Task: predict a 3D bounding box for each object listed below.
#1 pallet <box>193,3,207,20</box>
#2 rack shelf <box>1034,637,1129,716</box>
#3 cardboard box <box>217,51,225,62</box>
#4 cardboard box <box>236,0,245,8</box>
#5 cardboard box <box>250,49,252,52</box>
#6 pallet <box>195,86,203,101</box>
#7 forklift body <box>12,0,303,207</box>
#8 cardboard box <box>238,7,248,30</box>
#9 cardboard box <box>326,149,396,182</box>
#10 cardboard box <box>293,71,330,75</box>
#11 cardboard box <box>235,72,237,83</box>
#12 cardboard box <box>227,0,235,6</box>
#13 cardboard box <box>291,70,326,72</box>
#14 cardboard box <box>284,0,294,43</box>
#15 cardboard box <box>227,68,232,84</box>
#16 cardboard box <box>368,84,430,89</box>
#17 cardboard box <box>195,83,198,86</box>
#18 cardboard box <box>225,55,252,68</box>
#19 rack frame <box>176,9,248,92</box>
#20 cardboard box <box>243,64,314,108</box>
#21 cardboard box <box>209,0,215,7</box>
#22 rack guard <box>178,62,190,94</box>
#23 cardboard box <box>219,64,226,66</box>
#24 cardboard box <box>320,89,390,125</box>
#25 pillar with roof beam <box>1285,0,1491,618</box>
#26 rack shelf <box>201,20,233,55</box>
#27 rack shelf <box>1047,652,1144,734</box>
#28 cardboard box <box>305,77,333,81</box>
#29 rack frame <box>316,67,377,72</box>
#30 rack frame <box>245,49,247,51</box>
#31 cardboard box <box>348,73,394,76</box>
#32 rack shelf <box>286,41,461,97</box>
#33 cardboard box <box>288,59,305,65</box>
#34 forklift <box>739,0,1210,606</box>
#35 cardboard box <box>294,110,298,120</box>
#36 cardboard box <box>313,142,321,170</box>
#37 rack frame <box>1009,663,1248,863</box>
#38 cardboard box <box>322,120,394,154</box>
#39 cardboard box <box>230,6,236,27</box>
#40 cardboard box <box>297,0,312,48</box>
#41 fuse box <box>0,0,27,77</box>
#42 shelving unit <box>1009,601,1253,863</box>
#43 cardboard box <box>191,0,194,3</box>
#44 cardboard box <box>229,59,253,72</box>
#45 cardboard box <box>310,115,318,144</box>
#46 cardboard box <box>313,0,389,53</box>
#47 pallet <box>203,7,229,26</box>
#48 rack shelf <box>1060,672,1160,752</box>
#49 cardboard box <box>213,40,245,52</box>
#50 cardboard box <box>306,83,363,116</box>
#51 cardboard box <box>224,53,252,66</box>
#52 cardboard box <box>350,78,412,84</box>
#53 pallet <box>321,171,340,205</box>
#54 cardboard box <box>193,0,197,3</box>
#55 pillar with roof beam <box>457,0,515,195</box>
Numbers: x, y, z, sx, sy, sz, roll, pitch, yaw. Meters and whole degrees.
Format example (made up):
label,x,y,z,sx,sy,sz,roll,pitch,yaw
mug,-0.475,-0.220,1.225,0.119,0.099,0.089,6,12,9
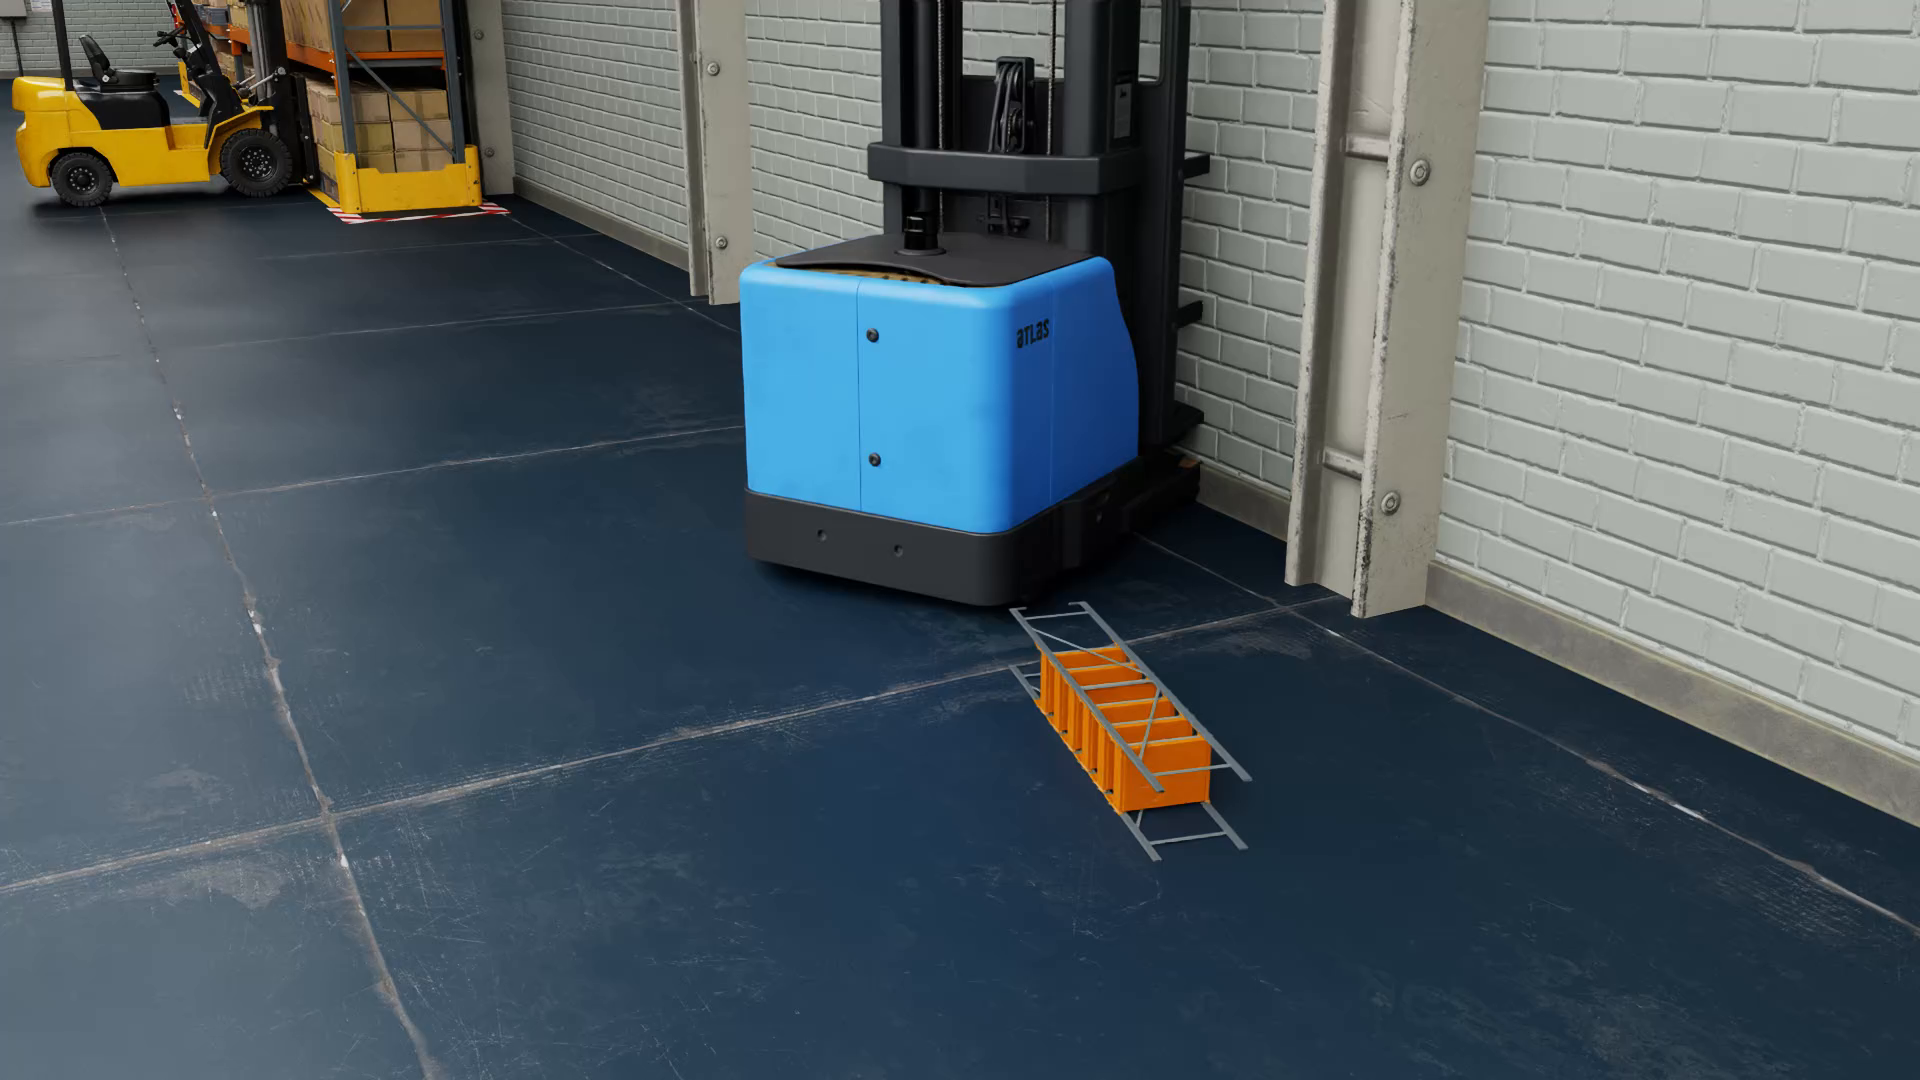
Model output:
label,x,y,z,sx,sy,sz,roll,pitch,yaw
pallet,-10.234,-7.456,23.436,1.003,0.211,1.213,-10,21,-27
rack shelf,0.344,0.383,4.725,0.258,0.180,0.103,-5,20,-14
cardboard box,-10.382,-6.905,23.738,0.380,0.149,0.250,-11,22,-28
cardboard box,-8.153,-6.348,19.394,0.500,0.250,0.500,-11,22,-28
cardboard box,-10.089,-7.056,24.175,0.380,0.149,0.250,-11,22,-29
pallet,-11.426,-7.023,26.161,1.003,0.211,1.213,-10,21,-27
forklift body,-7.325,-4.209,15.032,2.313,2.155,1.214,-10,21,-27
cardboard box,-8.137,-6.117,19.490,0.500,0.250,0.500,-11,22,-28
cardboard box,-5.320,-3.333,14.764,0.500,0.250,0.500,-10,21,-26
cardboard box,-6.765,-4.681,17.137,0.500,0.250,0.500,-10,22,-27
cardboard box,-9.008,-5.750,21.385,0.500,0.500,0.500,-9,21,-25
cardboard box,-8.644,-6.641,20.243,0.500,0.250,0.500,-10,21,-27
cardboard box,-7.697,-5.160,19.484,0.875,0.625,0.625,-11,22,-29
cardboard box,-6.234,-5.084,16.114,0.500,0.500,0.500,-10,22,-27
cardboard box,-9.487,-6.045,22.240,0.500,0.500,0.500,-9,21,-24
cardboard box,-5.121,-4.030,15.251,0.500,0.250,0.500,-10,21,-27
cardboard box,-11.838,-7.517,26.505,0.700,0.500,0.500,-9,21,-24
cardboard box,-9.680,-6.456,22.437,0.380,0.149,0.250,-11,22,-29
rack frame,-12.417,-8.942,27.446,1.000,3.000,0.127,-10,21,-27
cardboard box,-8.334,-5.540,20.584,0.875,0.625,0.625,-9,21,-25
cardboard box,-9.404,-7.025,21.479,0.500,0.250,0.500,-11,22,-29
rack guard,-12.381,-7.738,27.791,1.175,0.500,0.348,-10,21,-27
cardboard box,-9.991,-6.341,23.098,0.500,0.500,0.500,-11,22,-28
cardboard box,-5.312,-3.804,14.595,0.500,0.250,0.500,-9,21,-25
pillar with roof beam,-2.447,-3.412,2.225,9.100,9.000,0.400,-10,21,-27
rack shelf,-9.568,-6.879,22.572,1.077,0.370,4.000,-10,21,-27
rack shelf,0.375,0.421,4.615,0.258,0.180,0.103,-5,20,-14
cardboard box,-6.285,-4.391,16.298,0.500,0.250,0.500,-9,21,-25
rack frame,-6.718,-5.497,17.463,1.000,3.000,0.127,-10,21,-27
rack frame,-10.517,-7.793,24.118,1.000,3.000,0.127,-10,21,-27
cardboard box,-6.061,-4.614,16.942,0.500,0.250,0.500,-10,22,-27
rack shelf,-5.769,-4.583,15.916,1.077,0.370,4.000,-10,21,-27
cardboard box,-8.591,-6.167,21.598,0.380,0.149,0.250,-9,21,-24
forklift,0.433,-1.606,6.293,1.130,2.935,3.031,11,22,28
cardboard box,-6.291,-4.155,16.379,0.500,0.250,0.500,-10,22,-27
cardboard box,-5.778,-3.623,15.602,0.500,0.250,0.500,-10,21,-26
rack frame,0.418,0.559,4.495,0.240,0.006,1.200,-5,20,-14
cardboard box,-5.325,-3.575,14.698,0.500,0.250,0.500,-10,22,-27
cardboard box,-8.622,-6.409,20.336,0.500,0.250,0.500,-10,21,-26
cardboard box,-5.766,-4.794,15.272,0.500,0.500,0.500,-10,22,-28
fuse box,-17.563,-9.461,30.927,0.539,1.711,0.414,-10,21,-27
shelving unit,0.418,0.473,4.465,0.258,0.189,1.200,-5,20,-14
cardboard box,-11.225,-8.113,24.819,0.500,0.250,0.500,-10,21,-26
cardboard box,-9.232,-6.145,21.534,0.380,0.149,0.250,-11,22,-29
cardboard box,-5.818,-3.866,15.540,0.500,0.250,0.500,-11,22,-28
cardboard box,-5.284,-4.496,14.410,0.500,0.500,0.500,-11,22,-28
pallet,-9.001,-6.738,21.354,1.213,0.211,1.003,-10,21,-27
rack shelf,0.406,0.459,4.506,0.258,0.180,0.103,-5,20,-14
cardboard box,-10.416,-7.046,23.691,0.380,0.149,0.250,-11,22,-29
cardboard box,-5.808,-4.093,15.433,0.500,0.250,0.500,-10,21,-26
cardboard box,-9.906,-6.608,22.876,0.380,0.149,0.250,-9,21,-25
cardboard box,-5.586,-4.324,16.101,0.500,0.250,0.500,-10,22,-28
pallet,-5.219,-3.244,15.207,1.003,0.211,1.213,-10,21,-27
cardboard box,-10.484,-7.866,23.531,0.700,0.500,0.500,-9,21,-25
pillar with roof beam,-8.145,-6.857,12.208,9.100,9.000,0.400,-10,21,-27
